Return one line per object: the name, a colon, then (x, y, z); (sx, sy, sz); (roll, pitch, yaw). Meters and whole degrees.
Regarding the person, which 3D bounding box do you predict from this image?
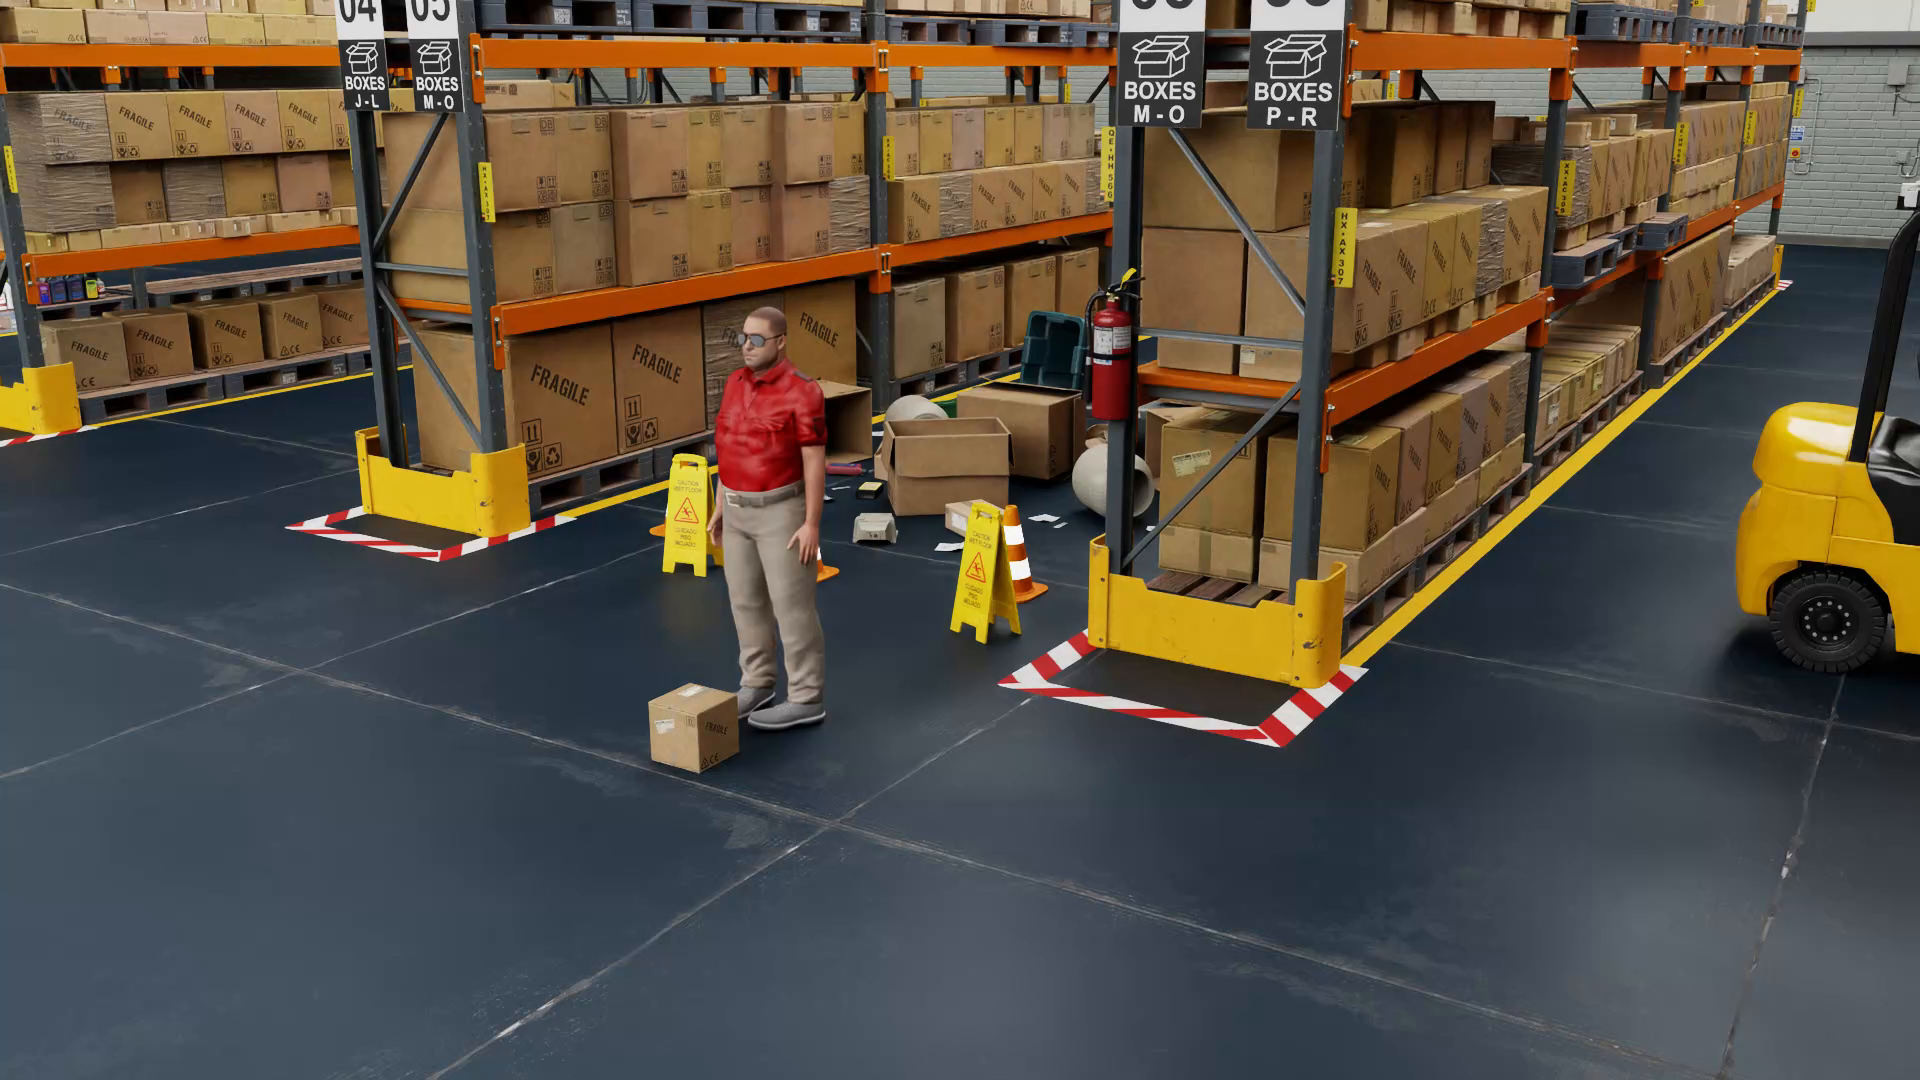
person: (-0.803, -0.086, 6.828); (0.547, 1.734, 0.376); (12, 20, 37)
